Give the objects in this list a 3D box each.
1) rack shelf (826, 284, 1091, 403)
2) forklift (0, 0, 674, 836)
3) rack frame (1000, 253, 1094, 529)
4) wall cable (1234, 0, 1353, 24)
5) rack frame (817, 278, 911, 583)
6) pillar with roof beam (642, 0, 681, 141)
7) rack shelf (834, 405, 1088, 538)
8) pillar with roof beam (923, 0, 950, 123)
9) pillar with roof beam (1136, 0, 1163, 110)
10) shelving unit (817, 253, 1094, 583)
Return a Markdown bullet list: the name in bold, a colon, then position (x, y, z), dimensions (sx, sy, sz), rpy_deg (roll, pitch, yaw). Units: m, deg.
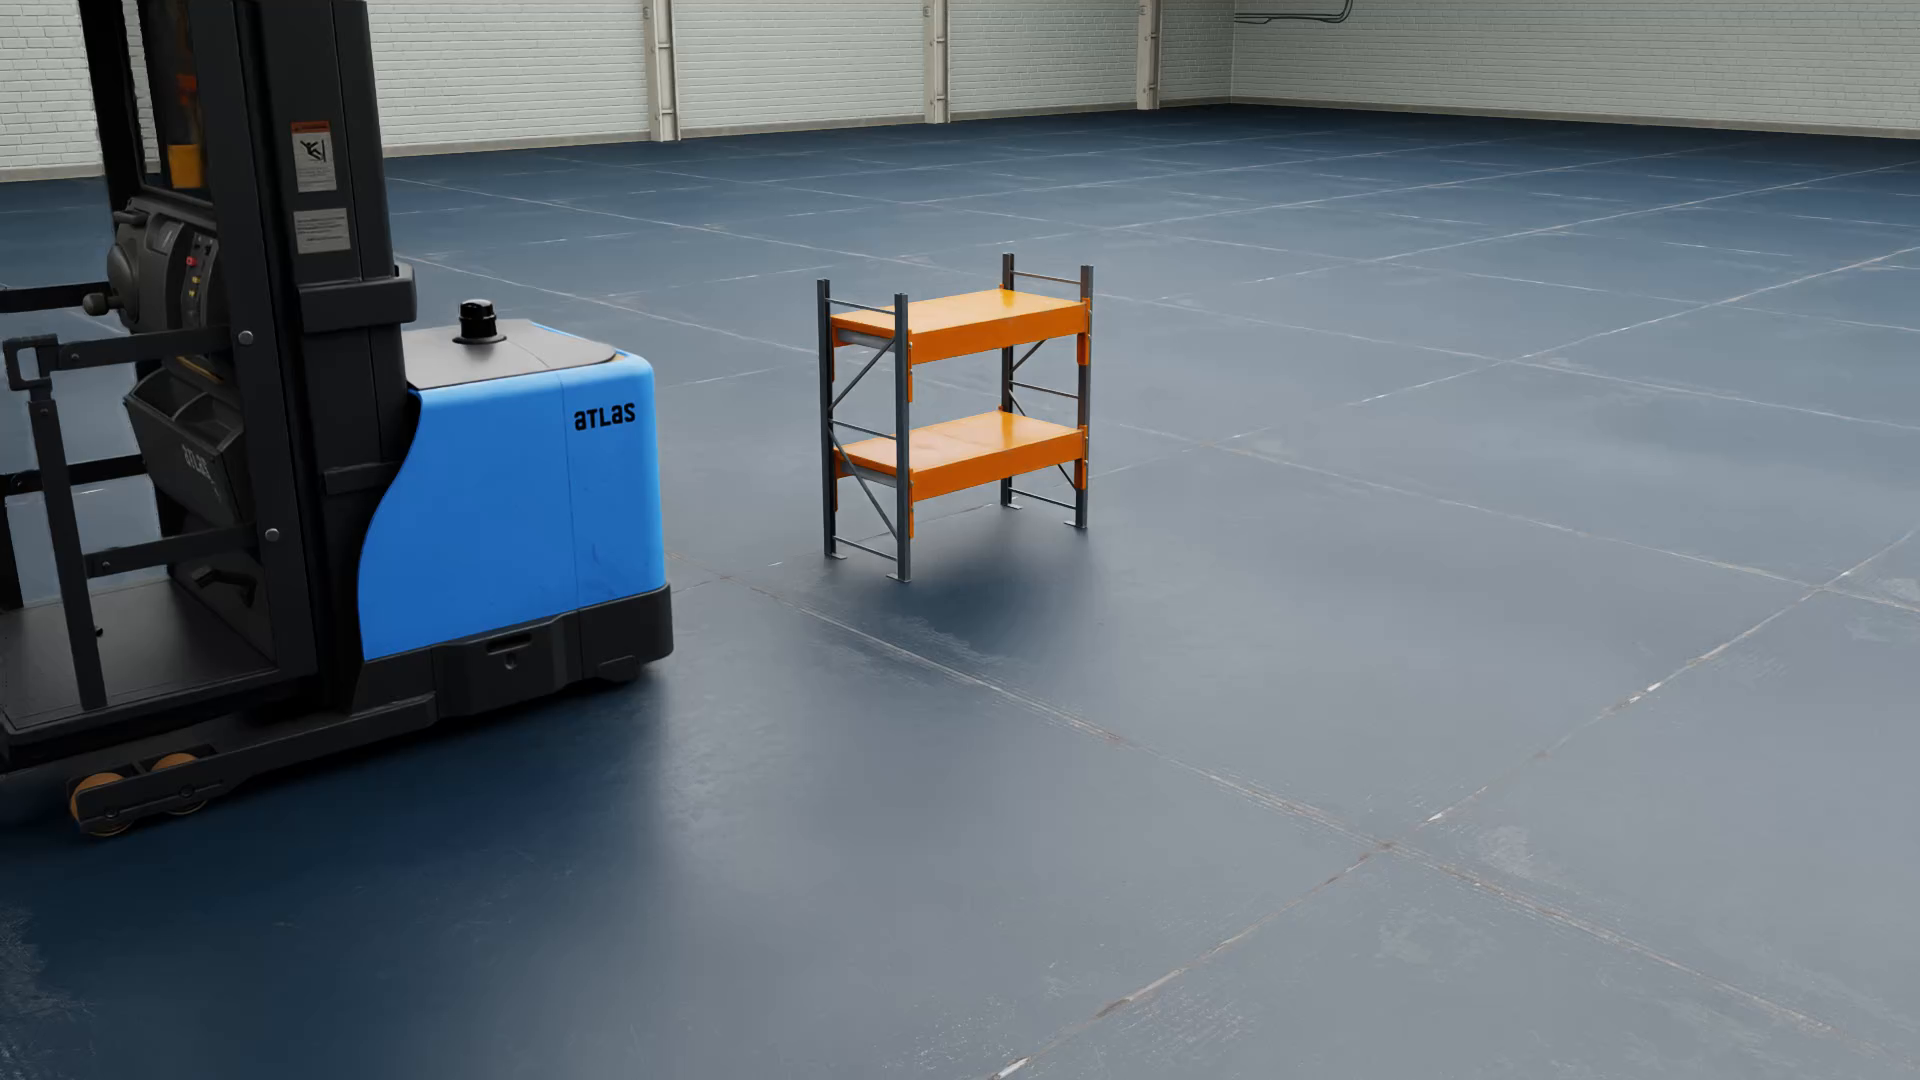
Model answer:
- **rack shelf**: position (-0.005, -0.812, 6.717), dimensions (1.000, 0.278, 0.538), rpy_deg (-16, 24, -41)
- **forklift**: position (-2.422, -0.774, 4.621), dimensions (3.031, 2.935, 1.130), rpy_deg (-14, 23, -37)
- **rack frame**: position (0.364, -0.641, 7.139), dimensions (0.032, 1.125, 0.500), rpy_deg (-16, 24, -41)
- **wall cable**: position (6.982, -12.172, 34.971), dimensions (0.112, 2.526, 3.097), rpy_deg (-16, 24, -41)
- **rack frame**: position (-0.374, -0.426, 6.475), dimensions (0.032, 1.125, 0.500), rpy_deg (-16, 24, -41)
- **pillar with roof beam**: position (-1.829, -9.814, 22.662), dimensions (0.400, 9.000, 9.100), rpy_deg (-16, 24, -41)
- **rack shelf**: position (-0.005, -0.301, 6.882), dimensions (1.000, 0.278, 0.538), rpy_deg (-16, 24, -41)
- **pillar with roof beam**: position (2.531, -11.085, 26.583), dimensions (0.400, 9.000, 9.100), rpy_deg (-16, 24, -41)
- **pillar with roof beam**: position (6.891, -12.356, 30.505), dimensions (0.400, 9.000, 9.100), rpy_deg (-16, 24, -41)
- **shelving unit**: position (-0.005, -0.534, 6.807), dimensions (1.048, 1.125, 0.538), rpy_deg (-16, 24, -41)
